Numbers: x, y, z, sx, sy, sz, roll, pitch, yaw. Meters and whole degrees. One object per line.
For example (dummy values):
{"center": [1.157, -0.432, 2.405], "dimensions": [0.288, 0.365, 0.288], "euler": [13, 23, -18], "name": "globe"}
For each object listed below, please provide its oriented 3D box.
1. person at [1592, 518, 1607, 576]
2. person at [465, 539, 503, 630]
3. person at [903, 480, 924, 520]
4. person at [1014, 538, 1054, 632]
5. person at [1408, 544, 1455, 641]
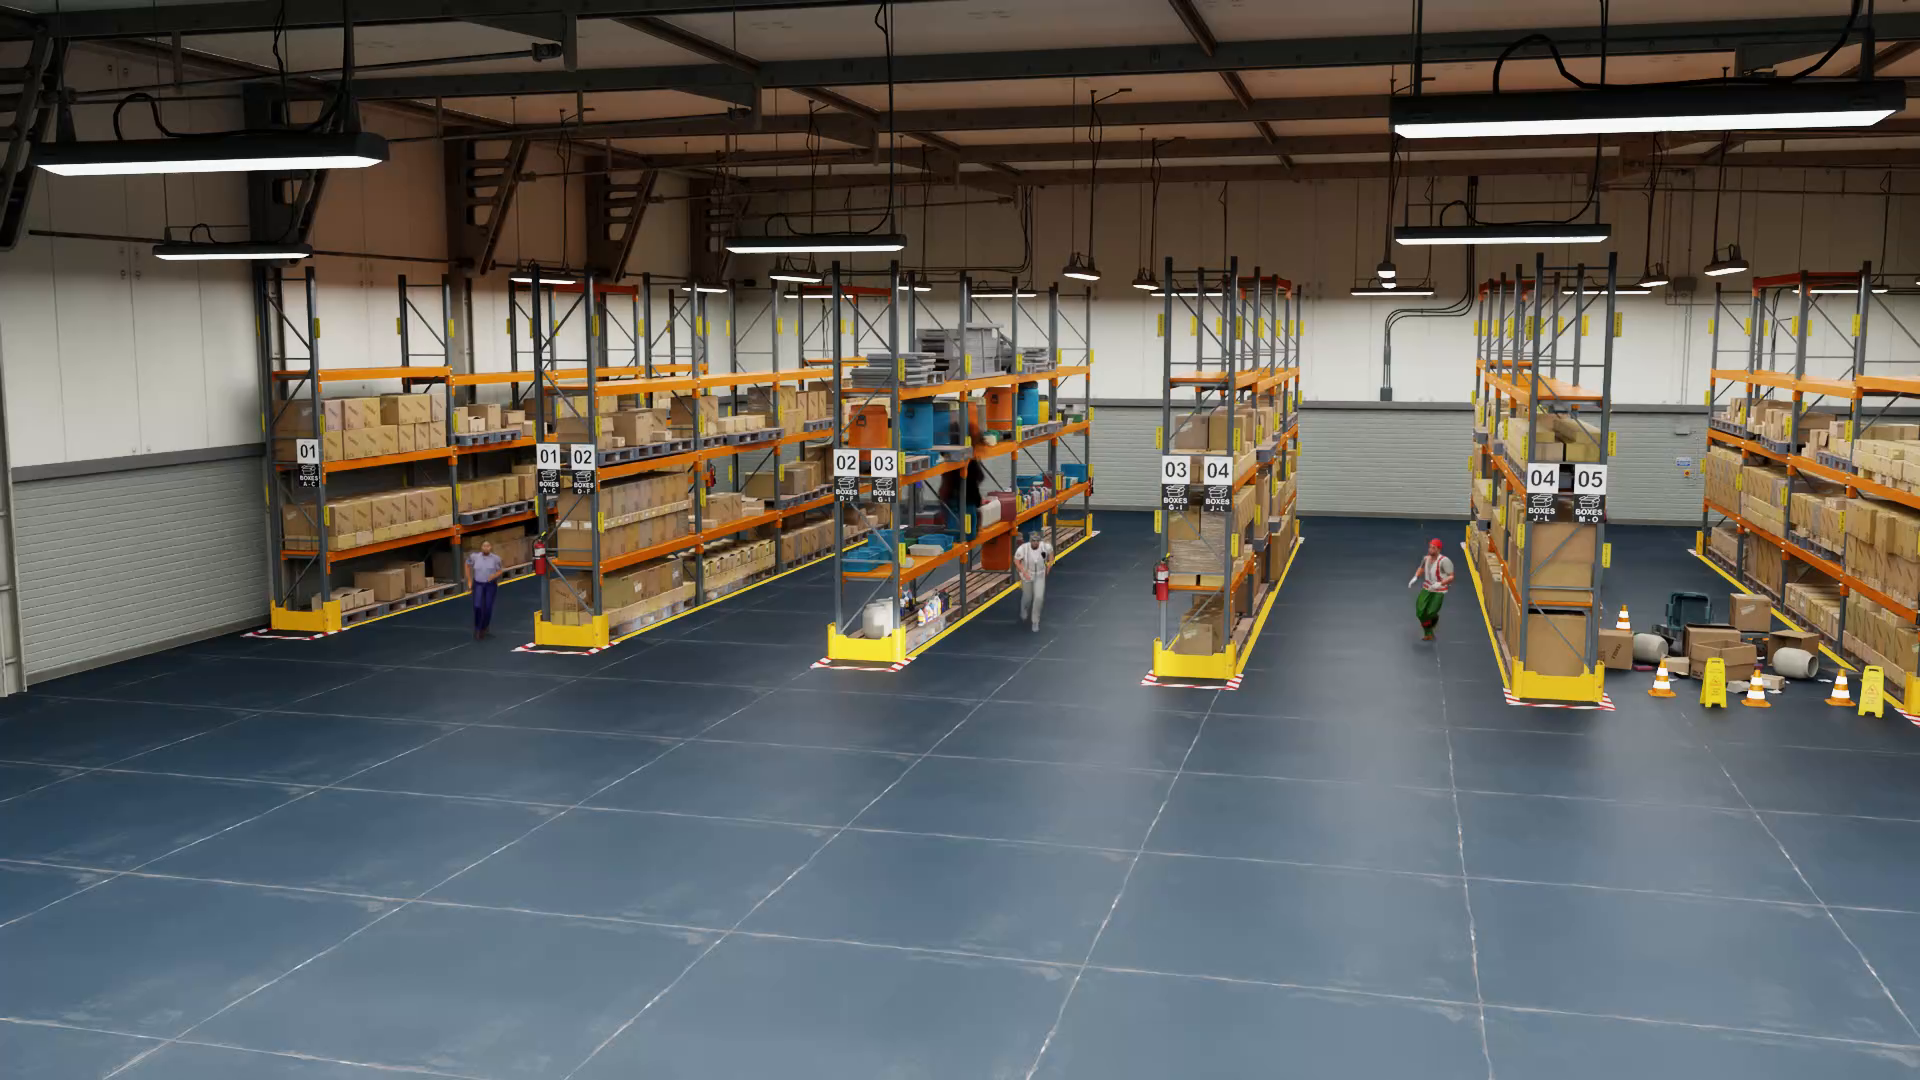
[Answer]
{"center": [12.764, -0.094, 33.661], "dimensions": [0.700, 1.685, 0.852], "euler": [0, 7, 2], "name": "person"}
{"center": [-7.731, 0.719, 27.038], "dimensions": [0.582, 1.502, 0.763], "euler": [-2, 8, -18], "name": "person"}
{"center": [-1.150, -1.089, 42.503], "dimensions": [0.551, 1.449, 0.841], "euler": [-5, 9, -34], "name": "person"}
{"center": [1.214, 0.666, 27.987], "dimensions": [0.693, 1.691, 1.014], "euler": [-2, 7, -12], "name": "person"}
{"center": [7.598, 0.829, 26.720], "dimensions": [0.763, 1.640, 0.507], "euler": [6, 10, 41], "name": "person"}
